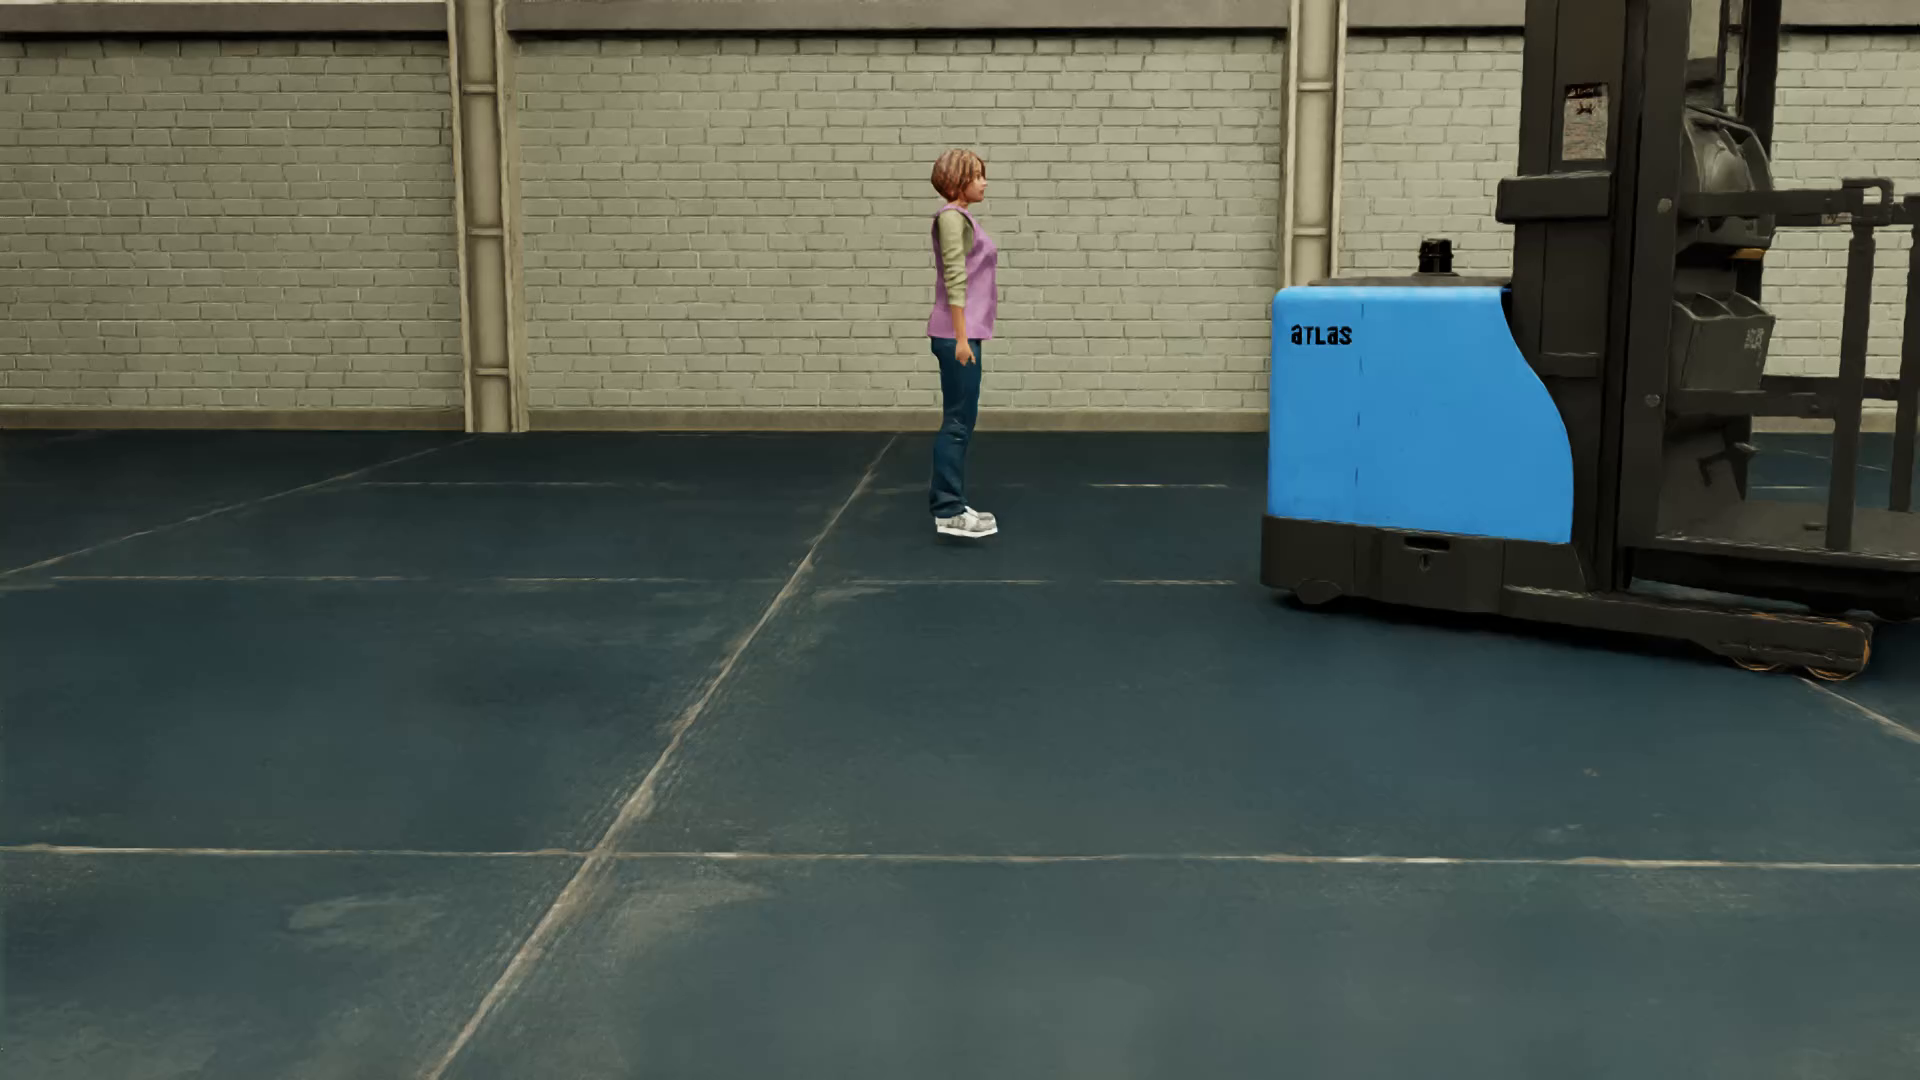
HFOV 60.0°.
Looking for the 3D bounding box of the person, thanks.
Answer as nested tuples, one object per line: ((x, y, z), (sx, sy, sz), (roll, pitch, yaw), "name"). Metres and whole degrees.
((0.009, -0.831, 7.001), (0.311, 1.603, 0.405), (0, 9, 1), "person")

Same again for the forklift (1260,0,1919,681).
((2.503, -1.150, 4.946), (3.031, 2.935, 1.130), (7, 11, 37), "forklift")
